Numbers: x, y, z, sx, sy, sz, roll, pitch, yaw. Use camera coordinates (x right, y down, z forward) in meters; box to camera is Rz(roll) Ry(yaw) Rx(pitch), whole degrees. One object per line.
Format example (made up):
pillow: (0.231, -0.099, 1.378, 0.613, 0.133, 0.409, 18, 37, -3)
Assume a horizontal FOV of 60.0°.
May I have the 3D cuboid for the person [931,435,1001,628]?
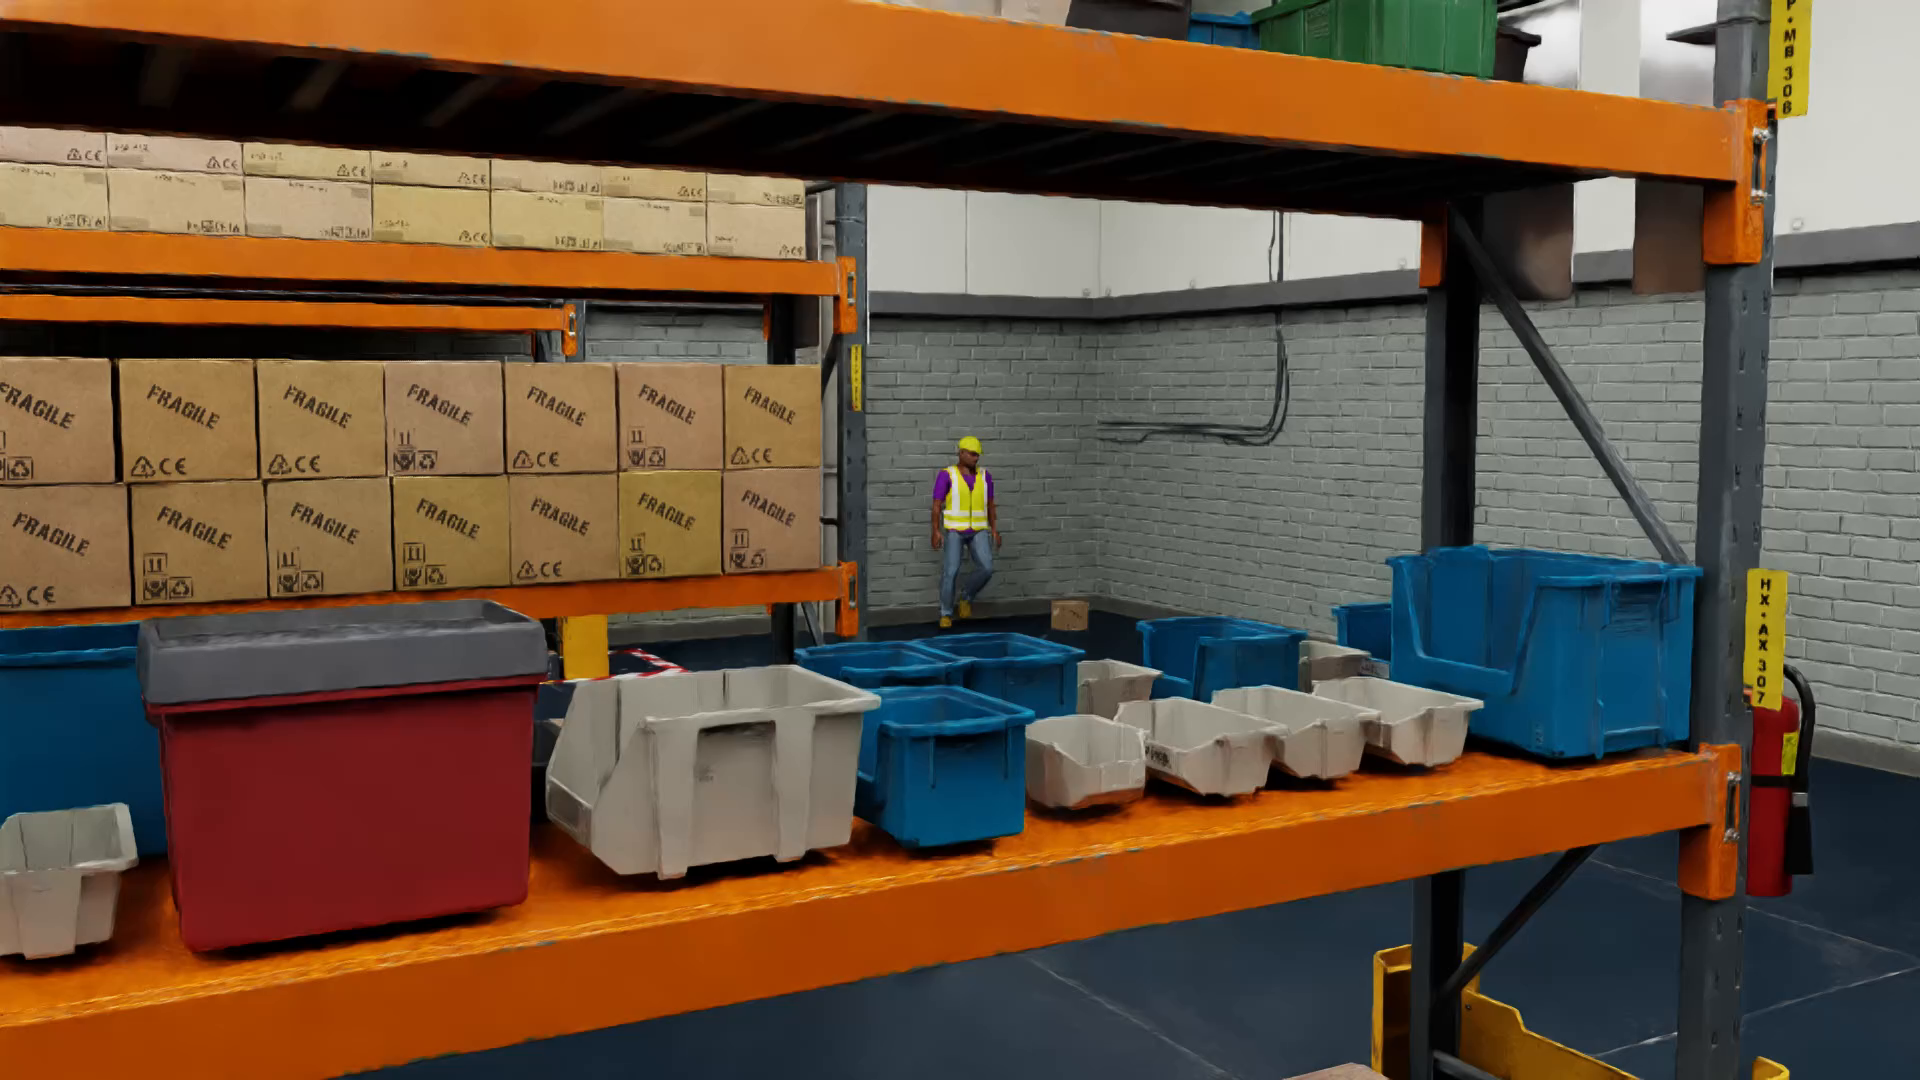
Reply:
person: (0.042, -0.087, 15.418, 0.648, 1.755, 0.494, -2, 5, -18)
